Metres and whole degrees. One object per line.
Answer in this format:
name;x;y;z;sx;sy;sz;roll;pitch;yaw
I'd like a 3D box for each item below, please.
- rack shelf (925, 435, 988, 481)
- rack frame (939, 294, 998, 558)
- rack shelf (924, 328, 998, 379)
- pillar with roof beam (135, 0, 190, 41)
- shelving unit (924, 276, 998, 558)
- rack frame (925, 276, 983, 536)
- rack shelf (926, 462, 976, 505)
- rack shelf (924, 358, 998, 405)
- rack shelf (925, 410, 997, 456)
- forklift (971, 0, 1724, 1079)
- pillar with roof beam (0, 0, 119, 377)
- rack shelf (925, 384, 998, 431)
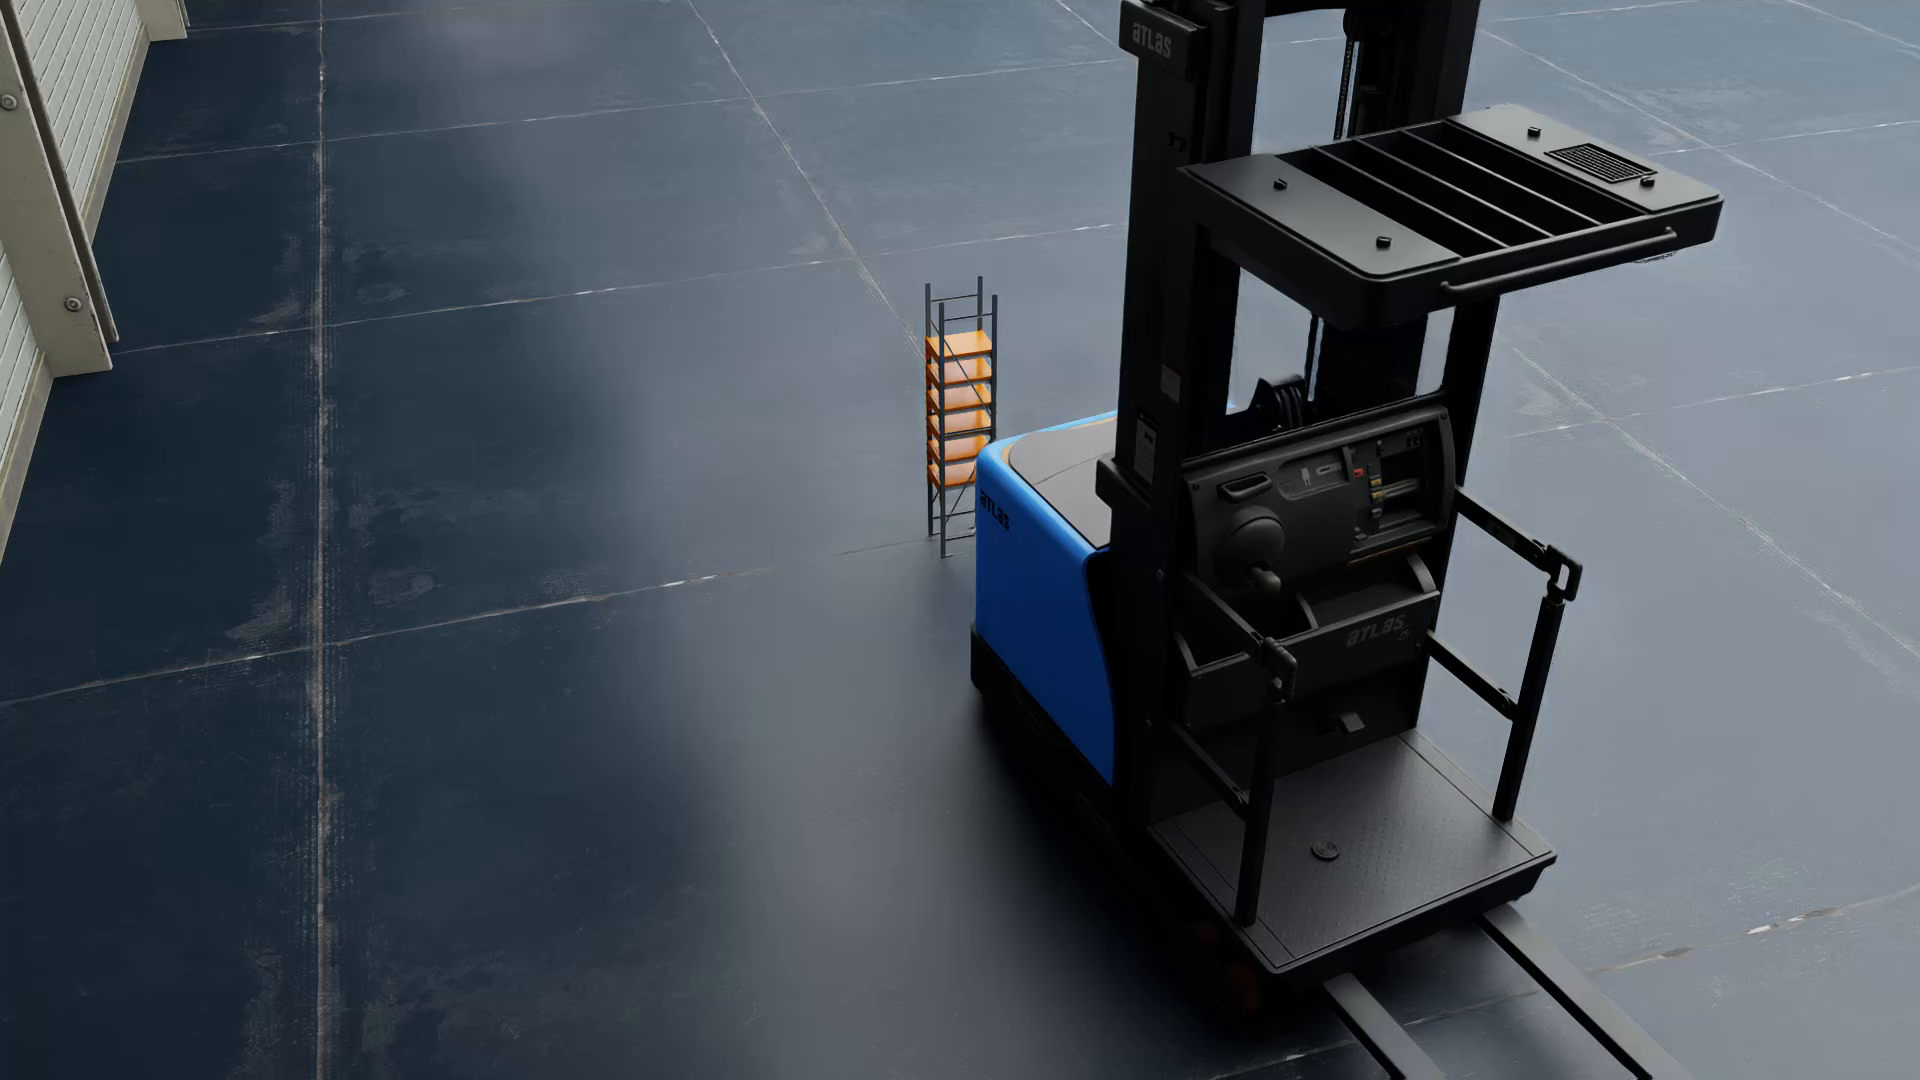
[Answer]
rack shelf;0.004;-0.356;6.998;0.258;0.103;0.180;-10;35;-15
rack frame;0.032;-0.445;6.835;0.240;1.200;0.006;-10;35;-15
rack shelf;0.004;-0.756;6.734;0.258;0.103;0.180;-10;35;-15
pillar with roof beam;-2.316;-8.585;12.079;9.100;9.000;0.400;-10;35;-15
shelving unit;0.004;-0.493;6.908;0.258;1.200;0.189;-10;35;-15
rack frame;-0.023;-0.541;6.980;0.240;1.200;0.006;-10;35;-15
rack shelf;0.004;-0.256;7.065;0.258;0.103;0.180;-10;35;-15
rack shelf;0.004;-0.656;6.800;0.258;0.103;0.180;-10;35;-15
rack shelf;0.004;-0.456;6.932;0.258;0.103;0.180;-10;35;-15
forklift;1.158;-0.055;4.675;1.130;2.935;3.031;-16;37;-22
pillar with roof beam;-0.486;-5.435;7.312;9.100;9.000;0.400;-10;35;-15
rack shelf;0.004;-0.556;6.866;0.258;0.103;0.180;-10;35;-15
